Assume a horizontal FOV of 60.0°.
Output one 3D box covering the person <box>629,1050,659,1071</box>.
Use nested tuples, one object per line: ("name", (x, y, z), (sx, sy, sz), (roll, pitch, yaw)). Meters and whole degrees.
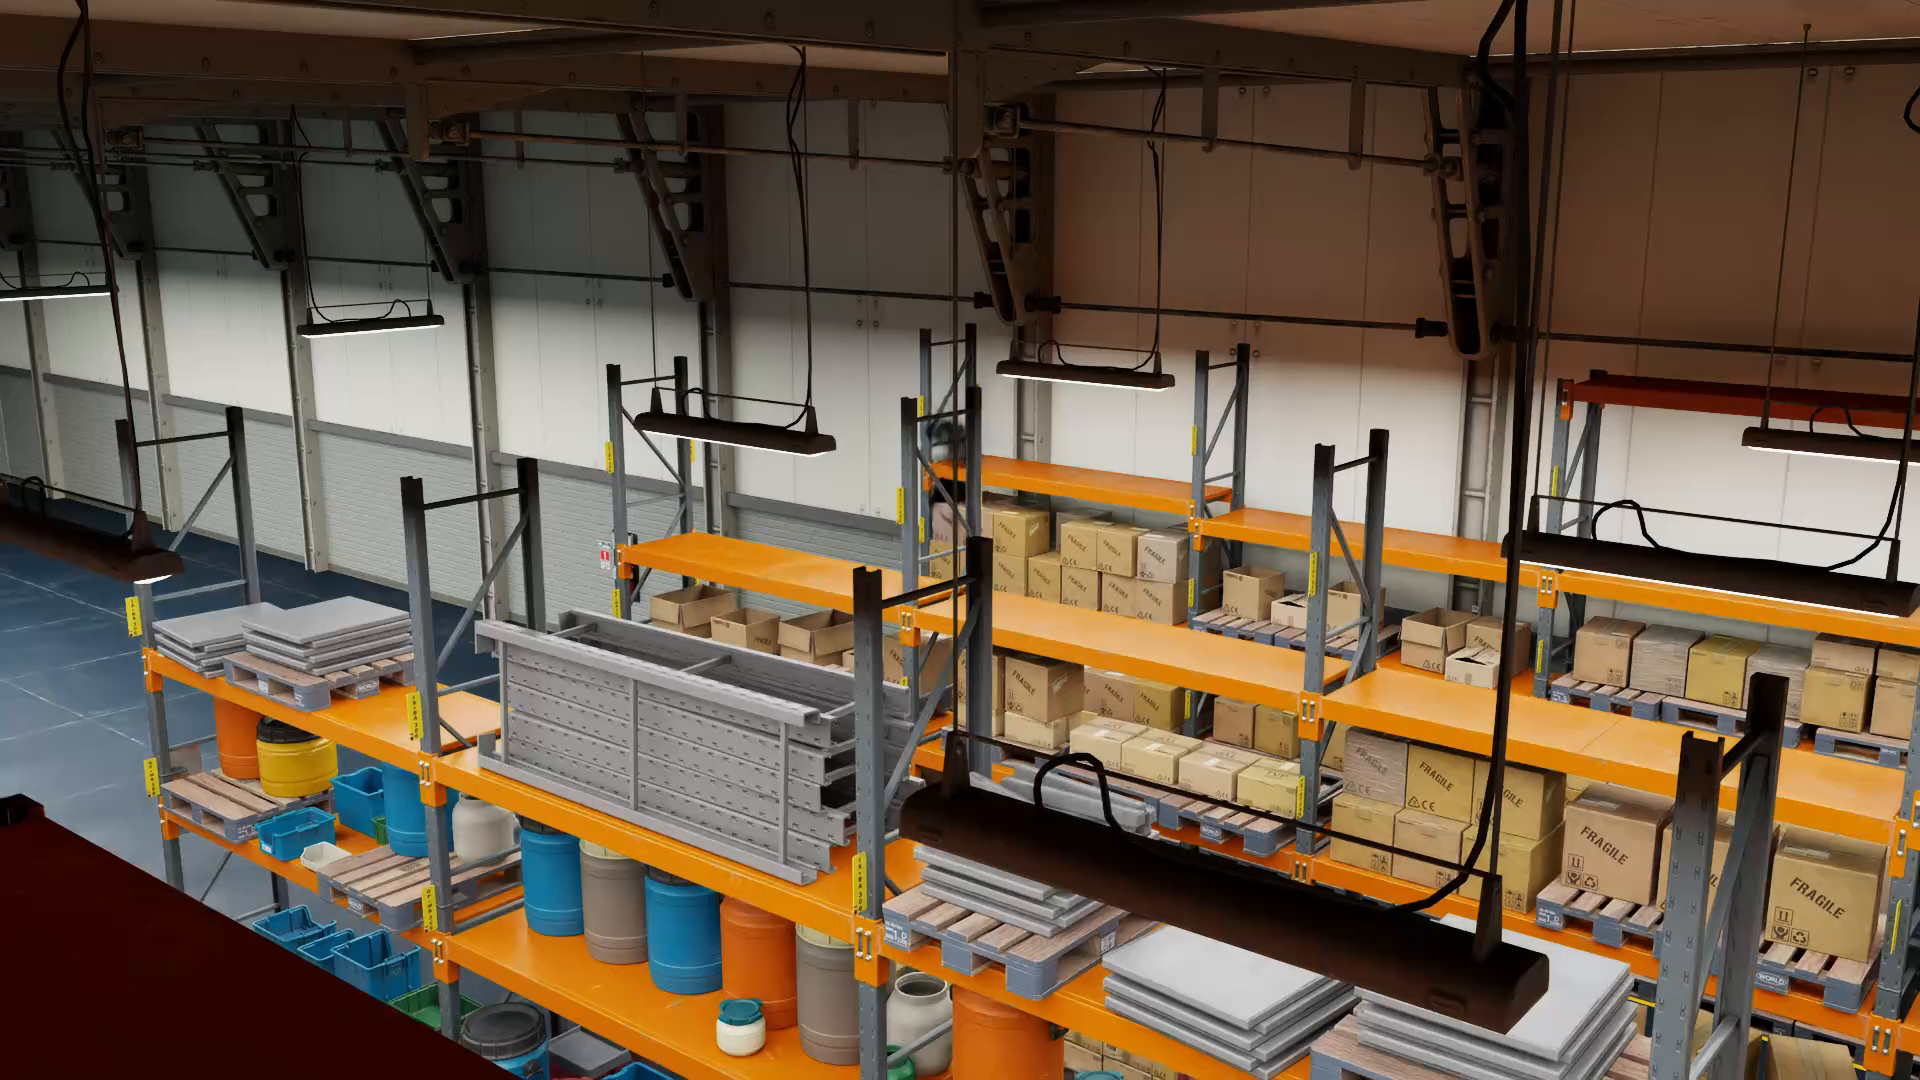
("person", (-2.593, 4.307, 13.602), (0.825, 1.645, 0.668), (8, 15, 31))

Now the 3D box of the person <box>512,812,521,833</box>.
("person", (-5.255, 2.934, 19.166), (0.999, 1.769, 0.635), (-5, 13, -20))
